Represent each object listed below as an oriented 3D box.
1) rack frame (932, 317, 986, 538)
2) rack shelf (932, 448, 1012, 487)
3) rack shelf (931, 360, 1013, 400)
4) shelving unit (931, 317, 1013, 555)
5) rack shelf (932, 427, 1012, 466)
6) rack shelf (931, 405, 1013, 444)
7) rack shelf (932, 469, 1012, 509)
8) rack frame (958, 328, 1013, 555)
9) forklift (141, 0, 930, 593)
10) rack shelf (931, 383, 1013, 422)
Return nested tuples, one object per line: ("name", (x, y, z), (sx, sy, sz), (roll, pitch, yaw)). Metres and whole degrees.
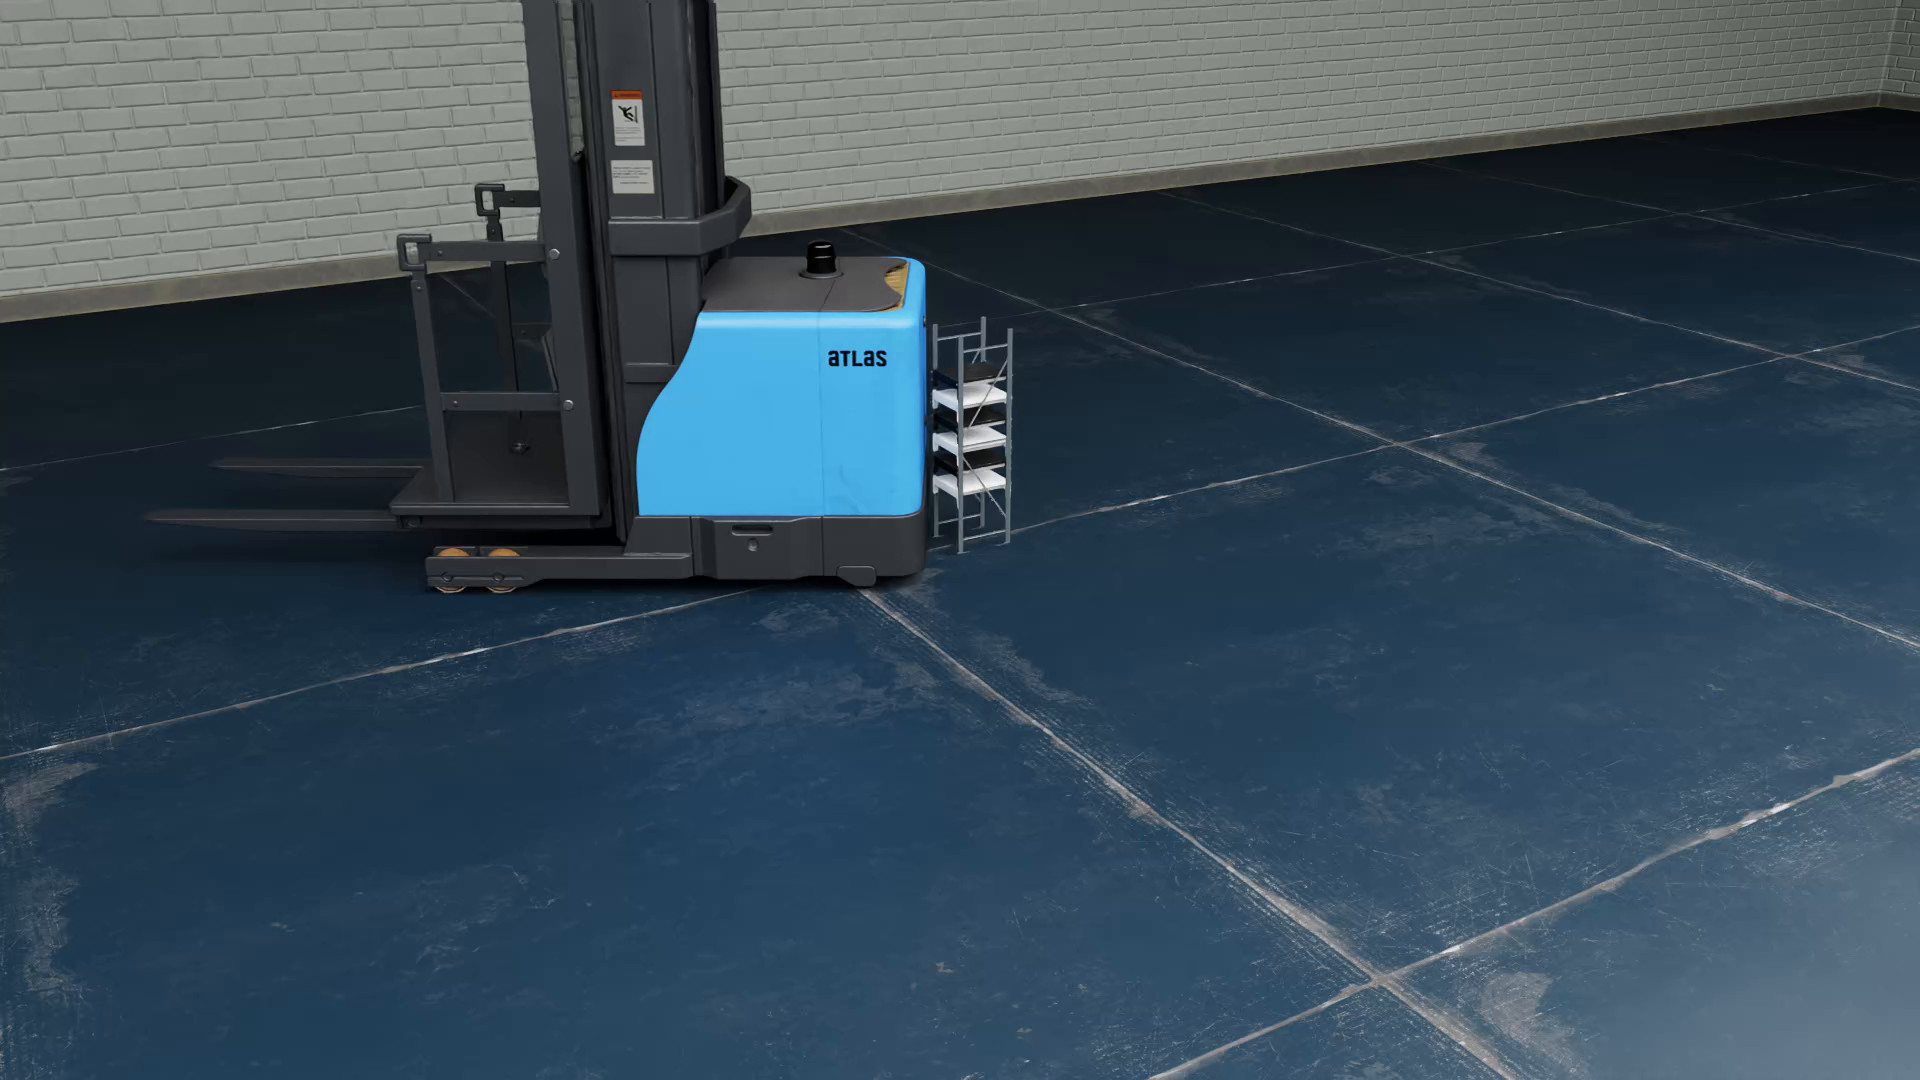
("rack frame", (-0.003, -0.446, 6.715), (0.240, 0.900, 0.006), (-12, 25, -27))
("rack shelf", (0.047, -0.299, 6.679), (0.258, 0.077, 0.200), (-12, 25, -27))
("rack shelf", (0.047, -0.632, 6.544), (0.258, 0.077, 0.200), (-12, 25, -27))
("shelving unit", (0.047, -0.413, 6.633), (0.258, 0.900, 0.210), (-12, 25, -27))
("rack shelf", (0.047, -0.382, 6.646), (0.258, 0.077, 0.200), (-12, 25, -27))
("rack shelf", (0.047, -0.466, 6.612), (0.258, 0.077, 0.200), (-12, 25, -27))
("rack shelf", (0.047, -0.216, 6.713), (0.258, 0.077, 0.200), (-12, 25, -27))
("rack frame", (0.098, -0.380, 6.551), (0.240, 0.900, 0.006), (-12, 25, -27))
("forklift", (-1.647, -1.354, 6.251), (3.031, 2.935, 1.130), (0, 22, 0))
("rack shelf", (0.047, -0.549, 6.578), (0.258, 0.077, 0.200), (-12, 25, -27))
